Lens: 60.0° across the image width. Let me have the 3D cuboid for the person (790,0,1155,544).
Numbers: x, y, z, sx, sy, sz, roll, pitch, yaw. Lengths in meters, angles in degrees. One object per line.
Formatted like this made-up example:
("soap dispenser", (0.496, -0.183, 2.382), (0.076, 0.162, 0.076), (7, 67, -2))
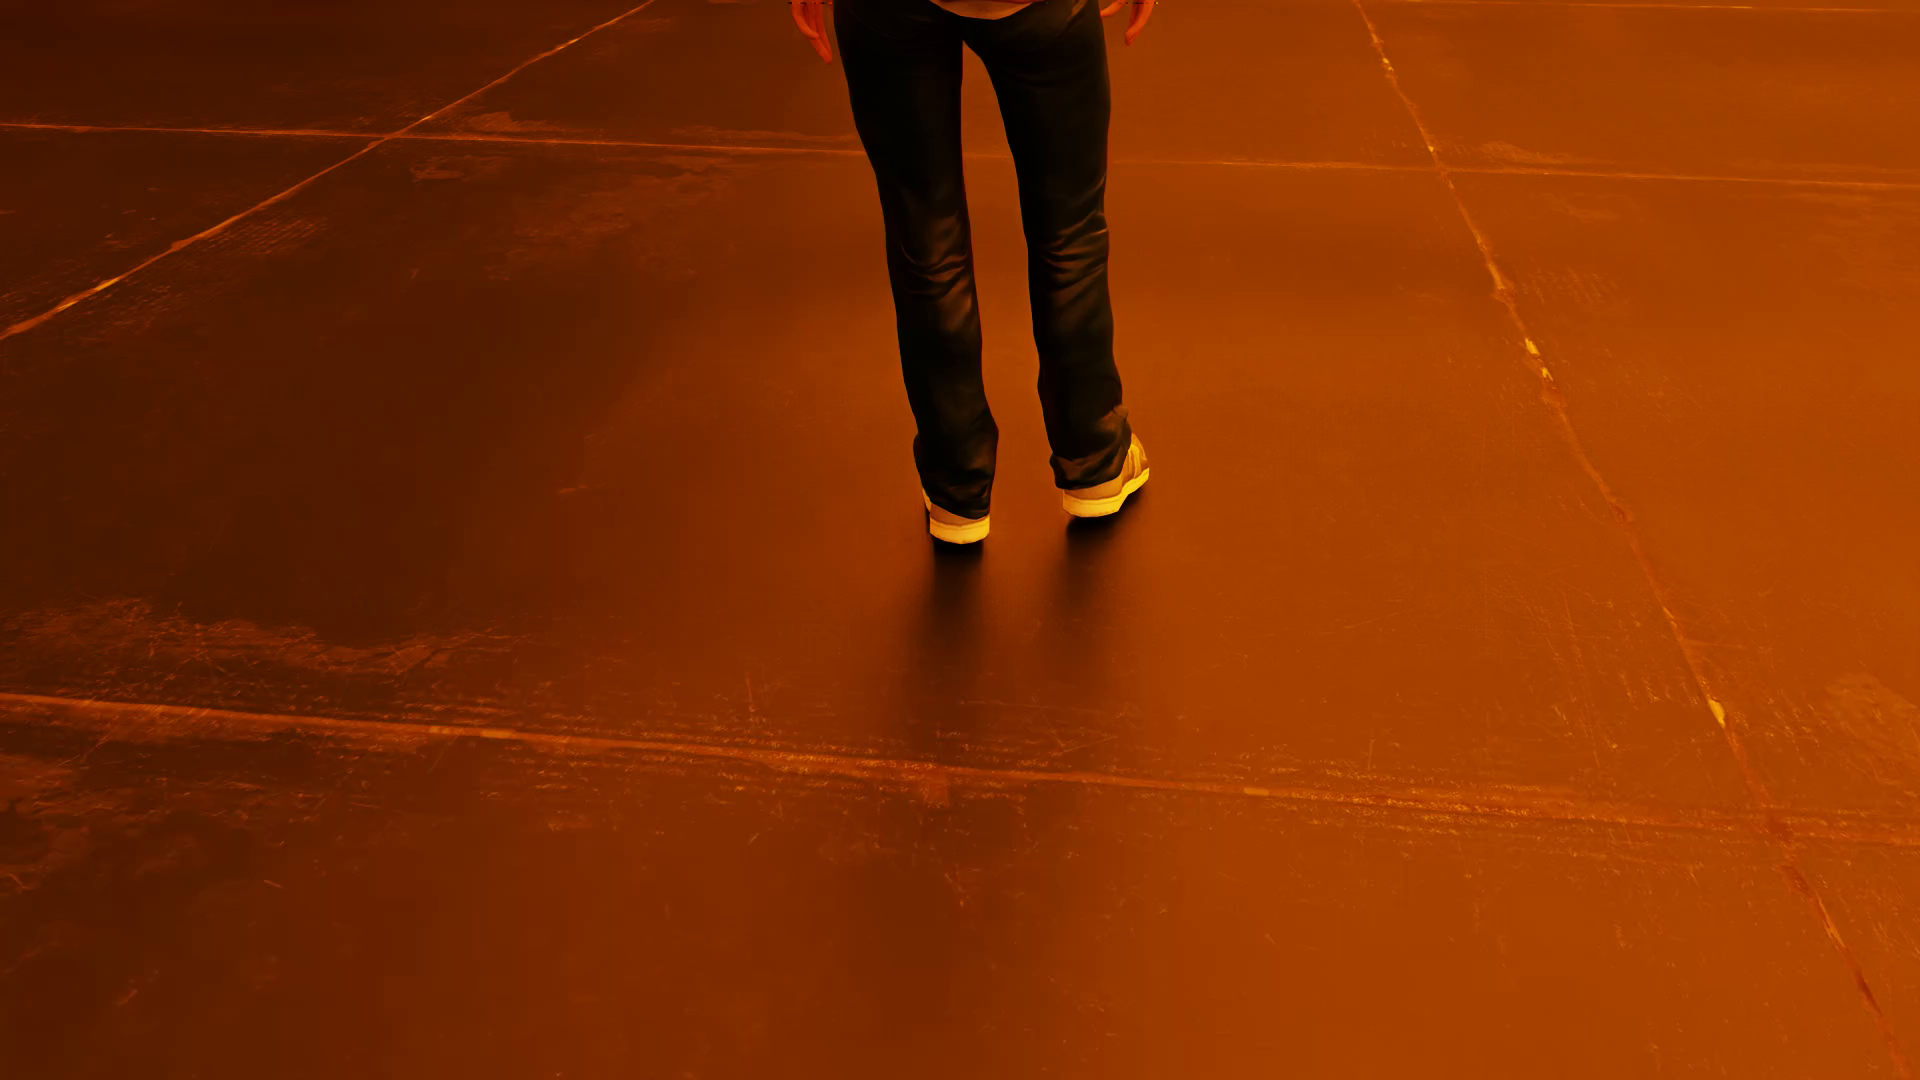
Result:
("person", (0.023, -0.753, 2.205), (0.521, 1.599, 0.473), (3, 27, 7))
